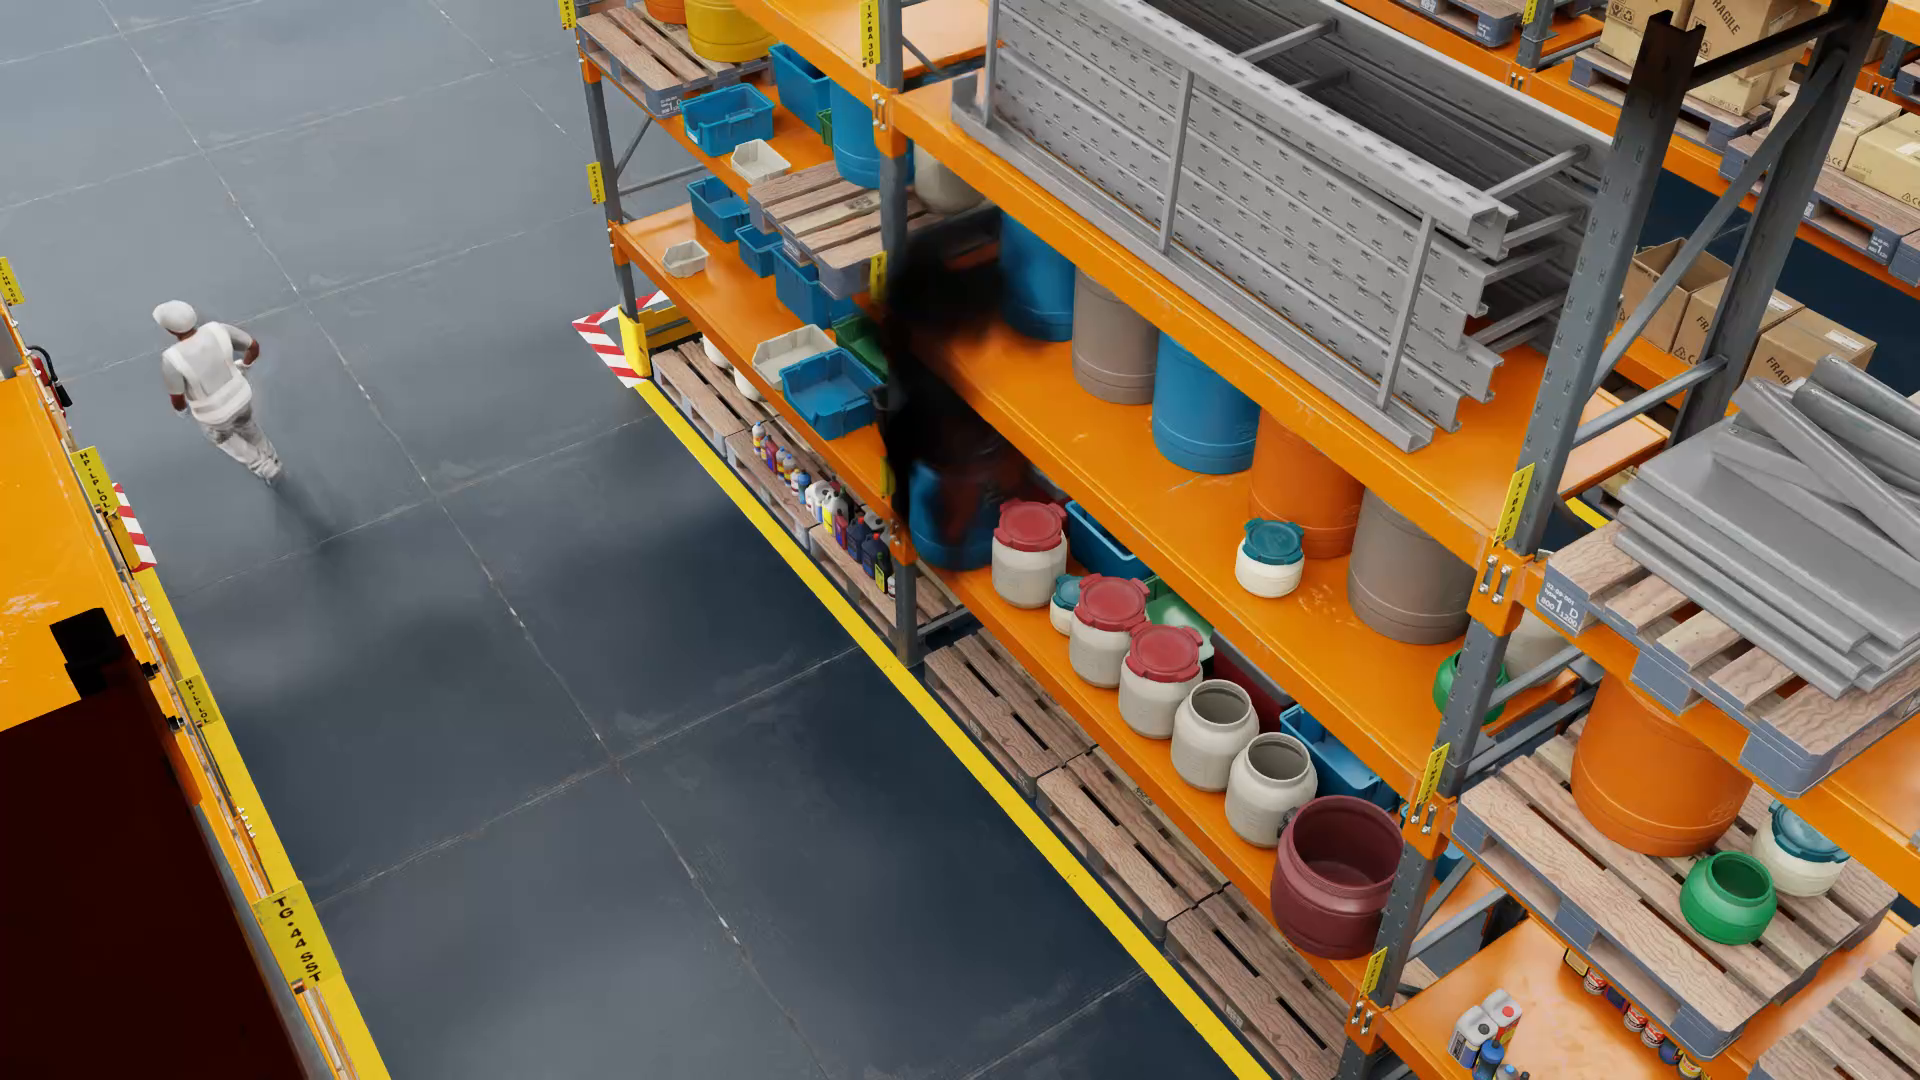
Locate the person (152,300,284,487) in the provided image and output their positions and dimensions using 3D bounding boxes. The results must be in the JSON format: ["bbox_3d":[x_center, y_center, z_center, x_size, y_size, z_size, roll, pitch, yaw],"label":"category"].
[{"bbox_3d":[-5.108,-0.951,11.542,0.596,1.723,0.727,26,49,25],"label":"person"}]

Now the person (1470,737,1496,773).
[{"bbox_3d":[2.895,0.572,9.520,0.598,1.689,0.881,-30,51,-29],"label":"person"}]
